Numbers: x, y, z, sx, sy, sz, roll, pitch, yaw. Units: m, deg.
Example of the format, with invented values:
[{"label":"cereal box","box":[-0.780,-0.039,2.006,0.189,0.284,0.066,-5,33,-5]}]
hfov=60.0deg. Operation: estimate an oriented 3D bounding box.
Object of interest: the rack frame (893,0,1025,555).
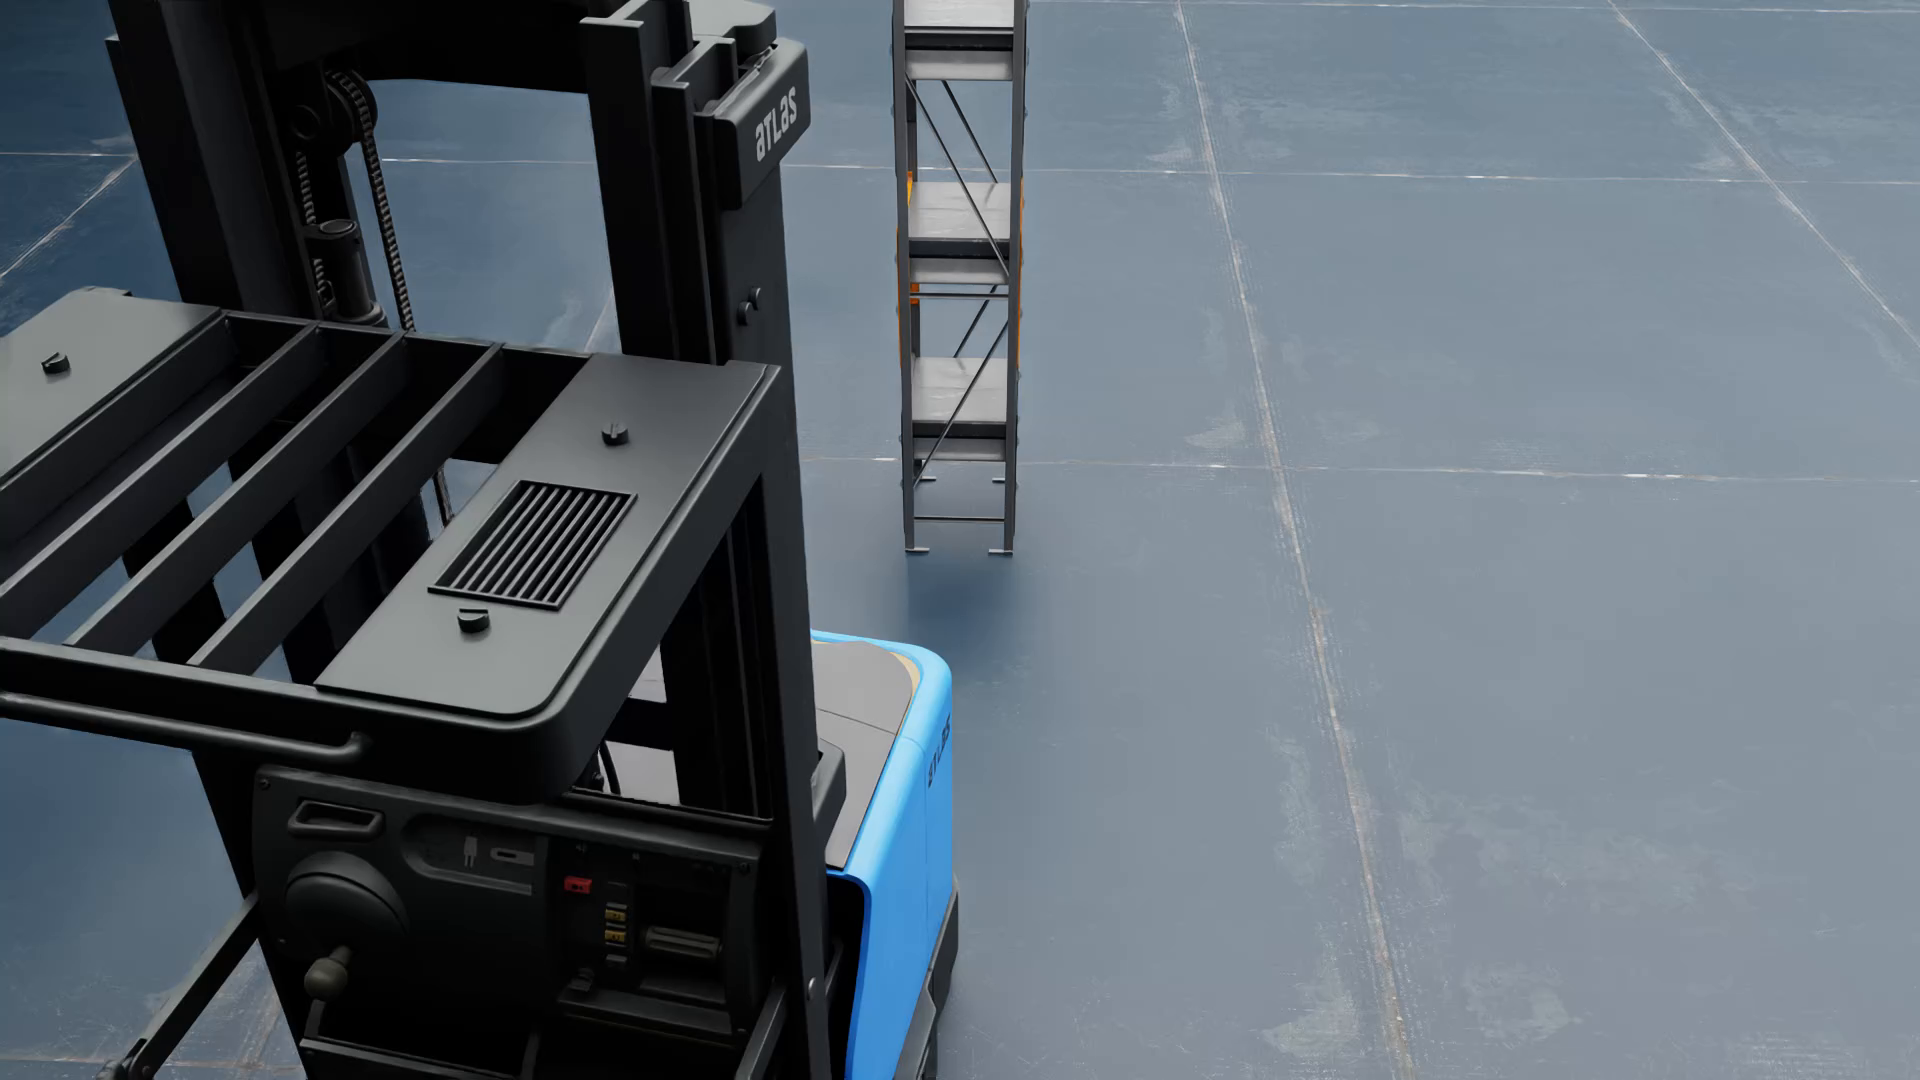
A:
[{"label":"rack frame","box":[-0.003,-0.814,5.582,0.400,2.100,0.015,1,35,2]}]

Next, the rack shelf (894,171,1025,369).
[{"label":"rack shelf","box":[0.007,-0.943,5.789,0.431,0.518,0.480,1,35,2]}]

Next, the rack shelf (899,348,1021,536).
[{"label":"rack shelf","box":[0.007,-0.370,6.192,0.431,0.518,0.480,1,35,2]}]

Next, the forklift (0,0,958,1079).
[{"label":"forklift","box":[-0.838,0.704,2.700,1.130,2.935,3.031,8,36,11]}]

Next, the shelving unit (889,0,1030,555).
[{"label":"shelving unit","box":[0.007,-0.954,5.782,0.431,2.100,0.503,1,35,2]}]

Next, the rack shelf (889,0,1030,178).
[{"label":"rack shelf","box":[0.007,-1.516,5.387,0.431,0.518,0.480,1,35,2]}]

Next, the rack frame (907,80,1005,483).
[{"label":"rack frame","box":[0.016,-1.094,5.981,0.400,2.100,0.015,1,35,2]}]
